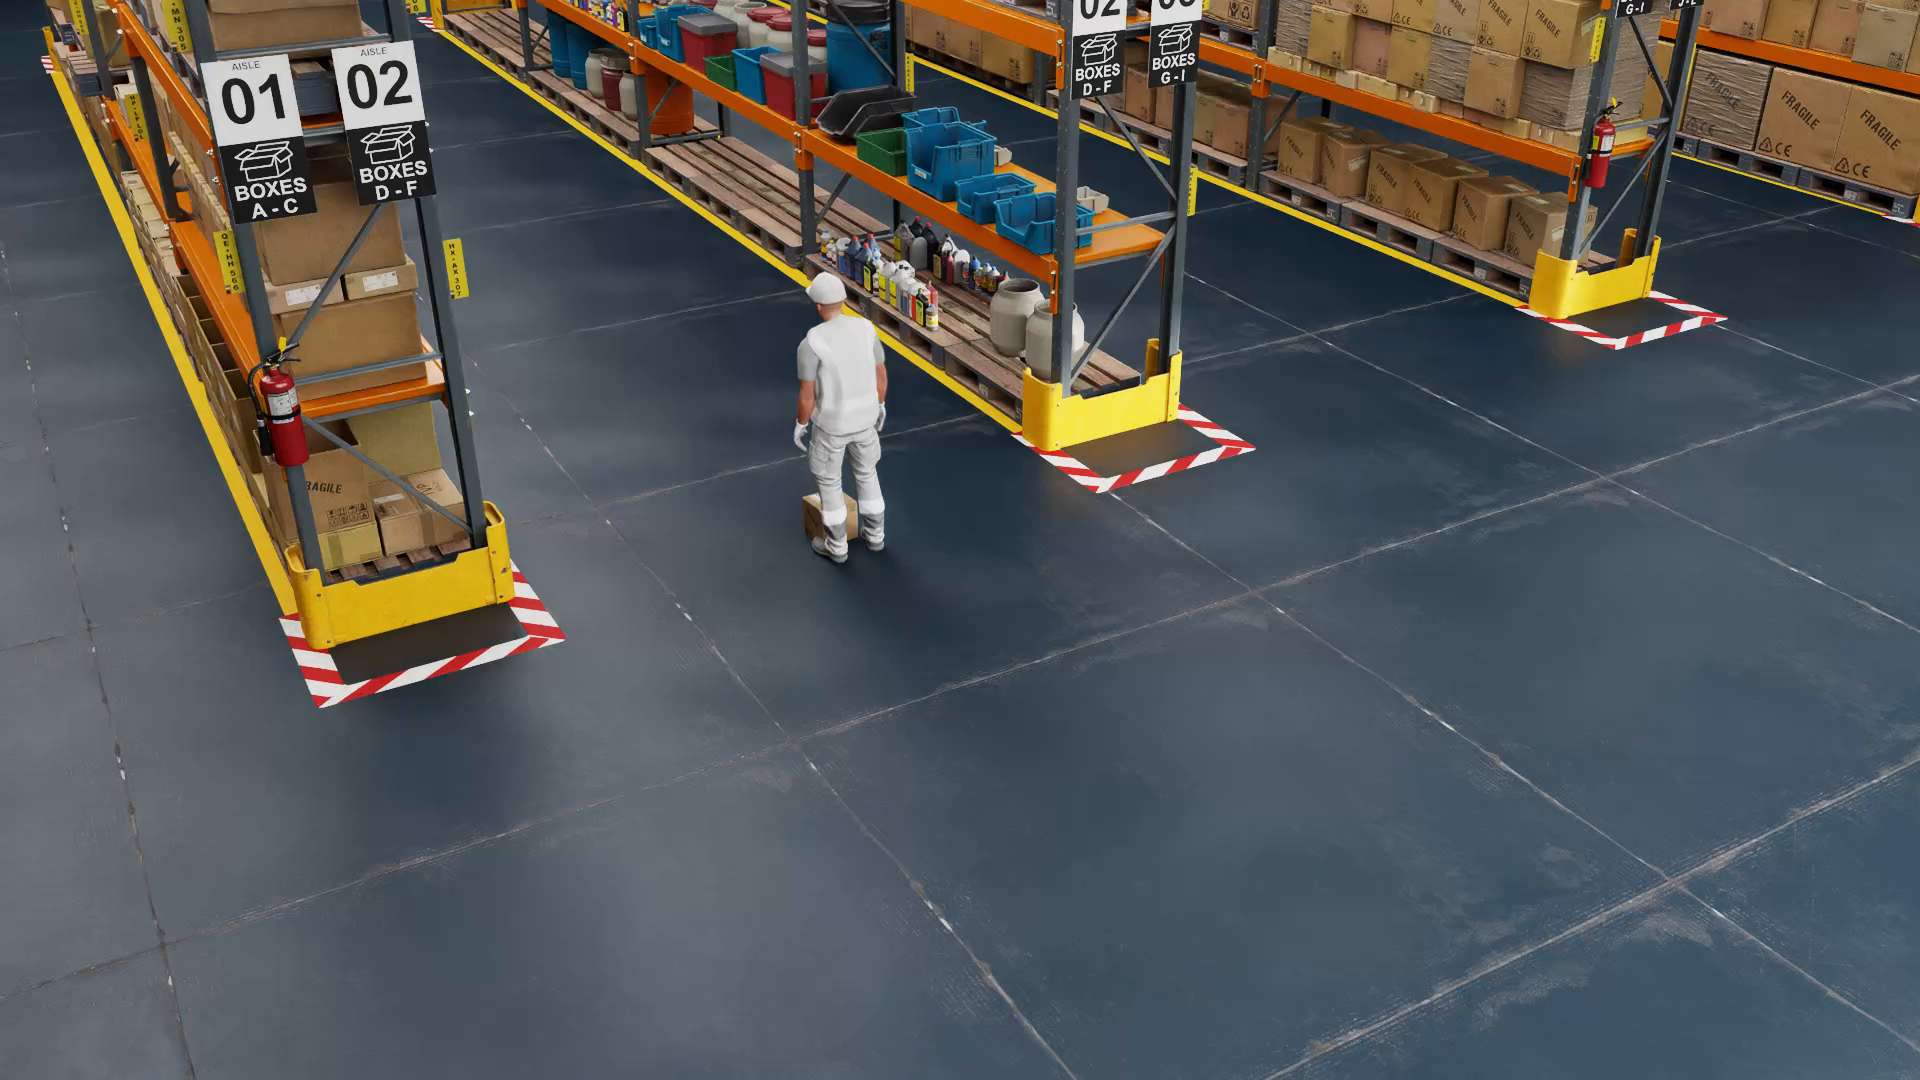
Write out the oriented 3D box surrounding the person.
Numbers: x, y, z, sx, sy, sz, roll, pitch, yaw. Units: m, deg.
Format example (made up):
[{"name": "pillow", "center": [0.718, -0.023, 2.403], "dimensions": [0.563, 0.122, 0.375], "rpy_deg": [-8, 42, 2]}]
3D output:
[{"name": "person", "center": [-0.705, -0.718, 9.860], "dimensions": [0.619, 1.779, 0.455], "rpy_deg": [-16, 33, -27]}]
